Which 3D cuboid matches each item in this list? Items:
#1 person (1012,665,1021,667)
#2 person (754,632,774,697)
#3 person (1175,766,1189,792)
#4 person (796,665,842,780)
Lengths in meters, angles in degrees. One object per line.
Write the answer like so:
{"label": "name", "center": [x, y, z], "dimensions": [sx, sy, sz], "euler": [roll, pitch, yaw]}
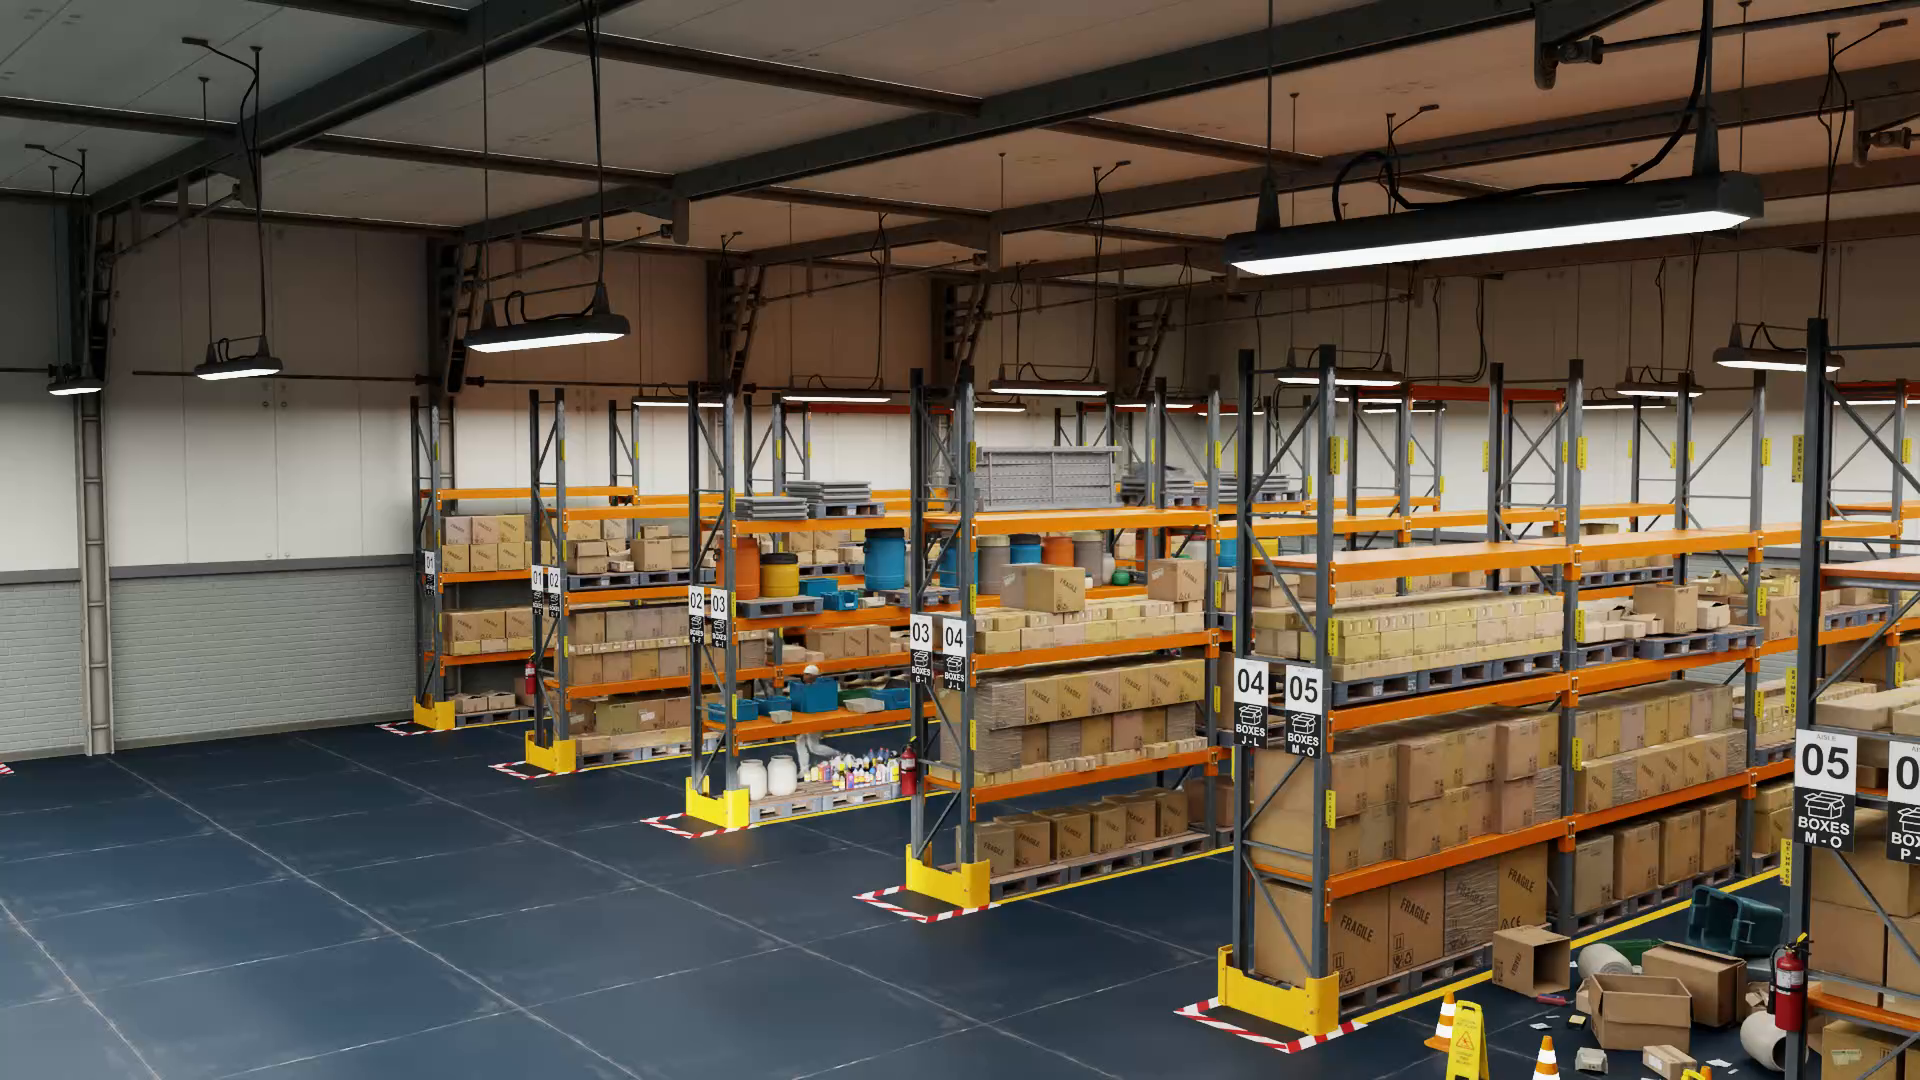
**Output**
{"label": "person", "center": [1.016, 2.670, 28.550], "dimensions": [0.576, 1.697, 0.696], "euler": [3, 5, 42]}
{"label": "person", "center": [-3.827, 2.410, 31.668], "dimensions": [0.935, 1.835, 0.643], "euler": [-3, 5, -43]}
{"label": "person", "center": [3.319, 2.945, 24.586], "dimensions": [0.538, 1.557, 0.545], "euler": [2, 4, 36]}
{"label": "person", "center": [-2.223, 2.792, 25.612], "dimensions": [0.820, 1.752, 0.717], "euler": [-2, 4, -36]}
